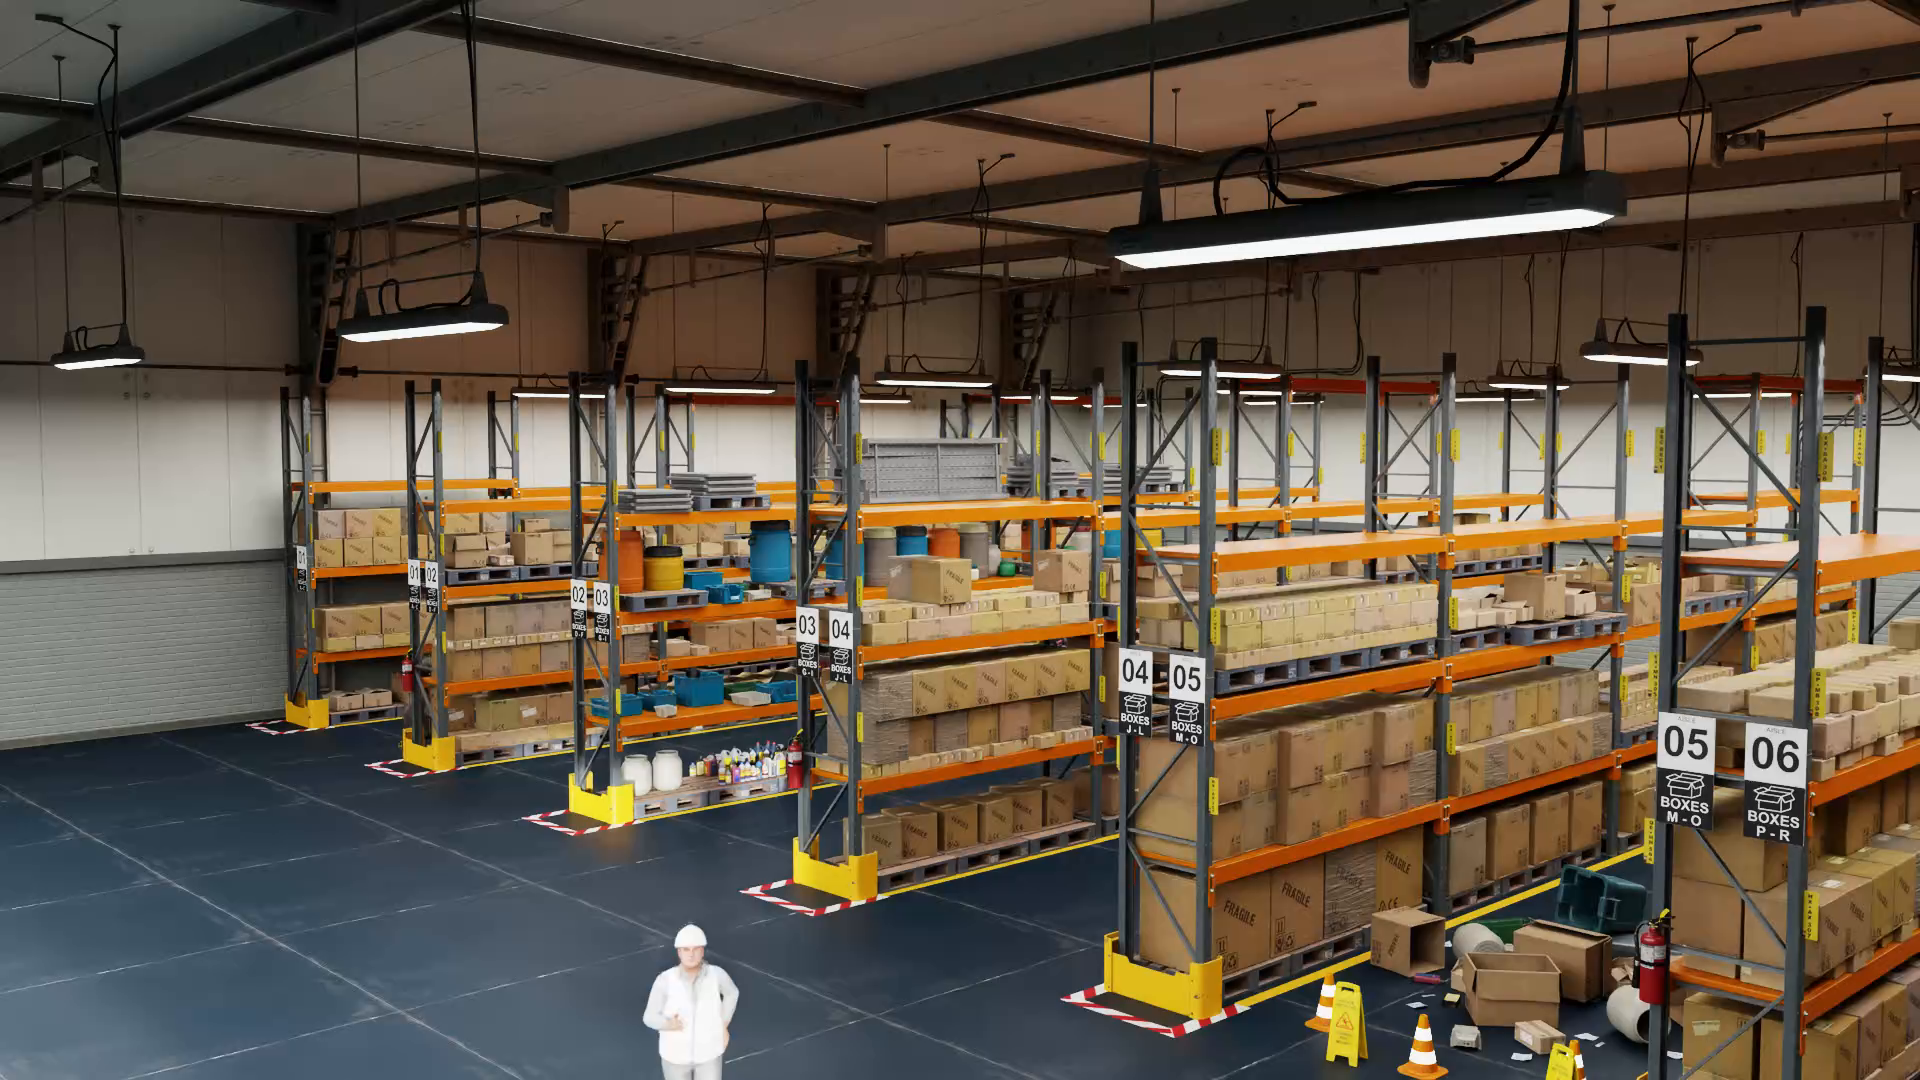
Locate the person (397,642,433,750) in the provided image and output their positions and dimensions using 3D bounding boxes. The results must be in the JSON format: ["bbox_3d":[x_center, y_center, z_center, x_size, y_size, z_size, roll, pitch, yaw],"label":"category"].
[{"bbox_3d":[-8.982,2.564,27.550,0.661,1.757,0.822,3,5,41],"label":"person"}]

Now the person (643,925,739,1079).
[{"bbox_3d":[-1.827,3.524,11.356,0.657,1.783,0.888,-1,4,-10],"label":"person"}]
